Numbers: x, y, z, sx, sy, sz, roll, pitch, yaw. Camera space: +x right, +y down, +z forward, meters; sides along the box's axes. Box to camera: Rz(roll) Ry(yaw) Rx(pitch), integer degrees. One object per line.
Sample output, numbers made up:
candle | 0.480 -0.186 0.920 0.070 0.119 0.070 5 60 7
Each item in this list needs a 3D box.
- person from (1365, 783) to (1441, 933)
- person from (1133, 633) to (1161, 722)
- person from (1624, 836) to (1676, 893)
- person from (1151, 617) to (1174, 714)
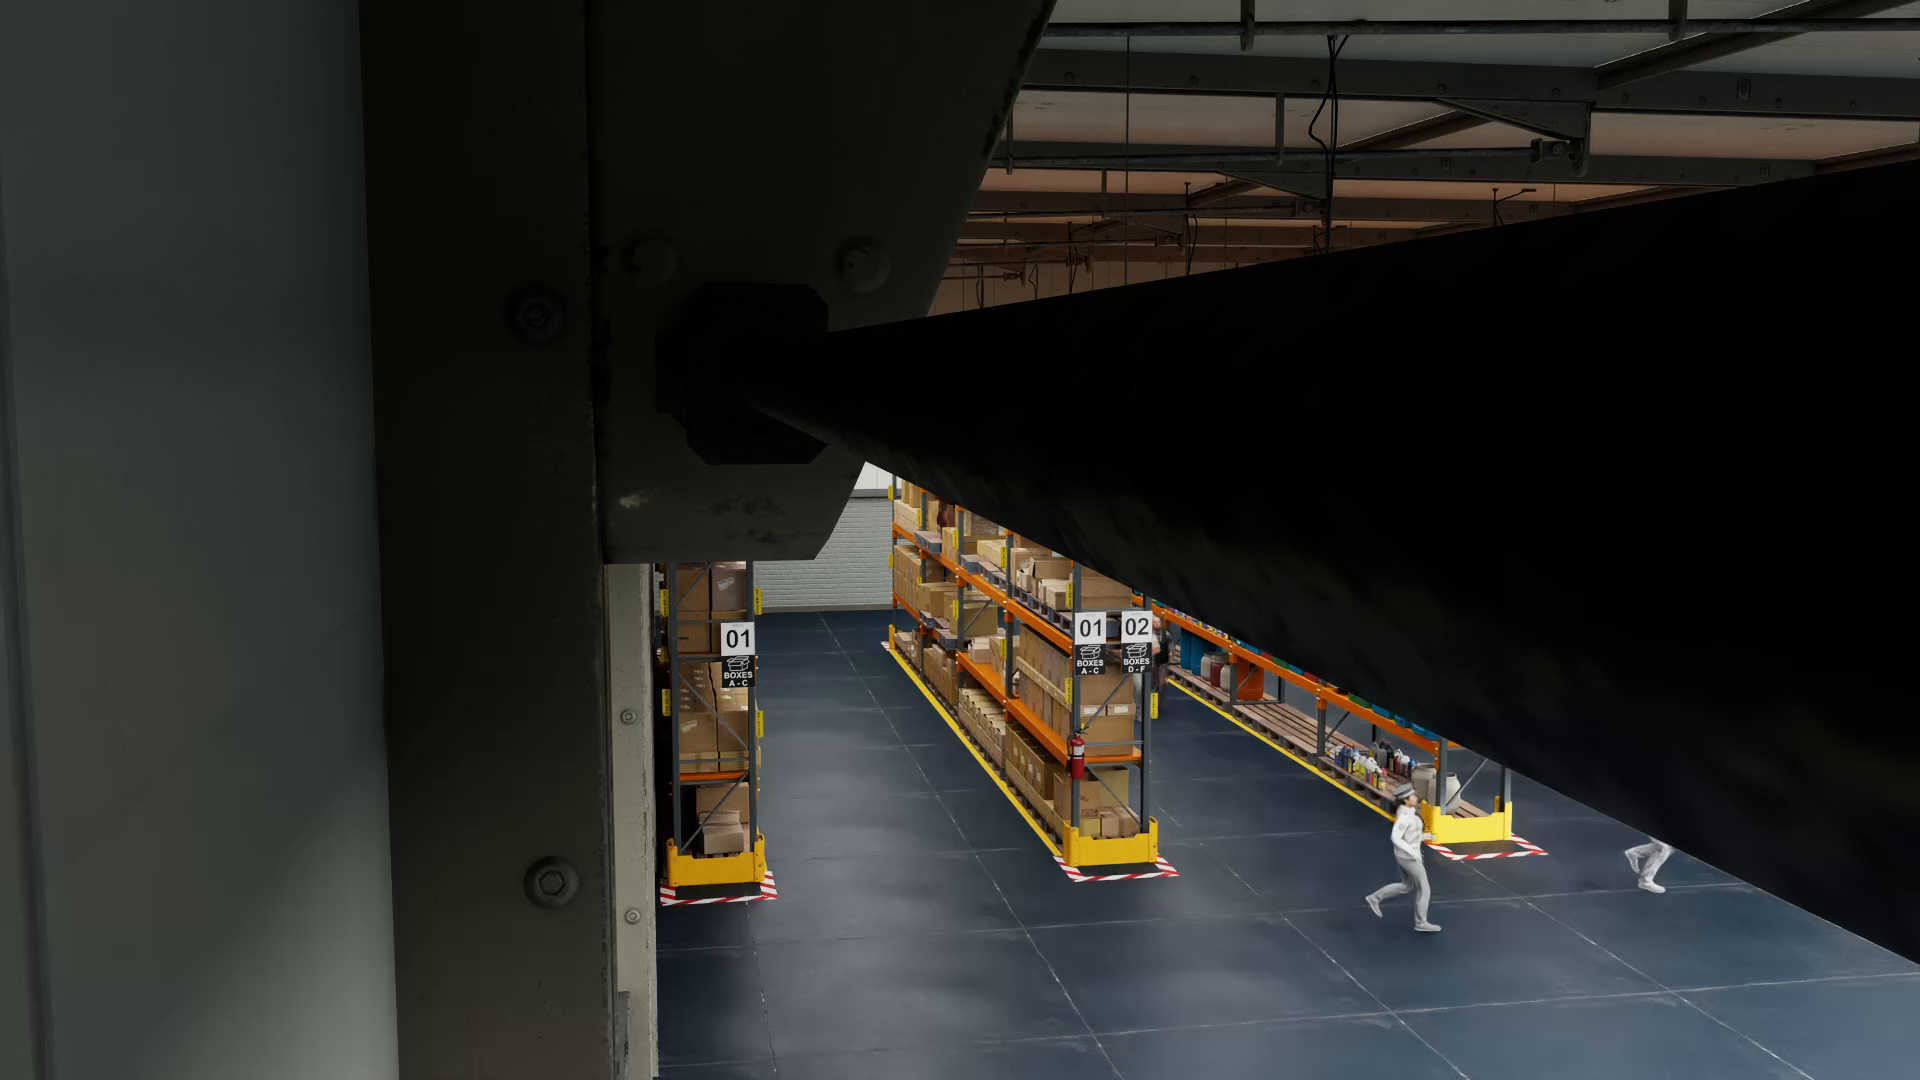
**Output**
person | 4.933 3.508 18.447 0.823 1.666 0.626 1 6 11
person | 3.235 2.281 29.466 0.629 1.856 0.811 -2 6 -14
person | 8.306 3.331 19.873 0.668 1.744 0.699 3 7 29
person | 3.560 2.242 30.165 0.668 1.715 0.810 -1 6 -7
